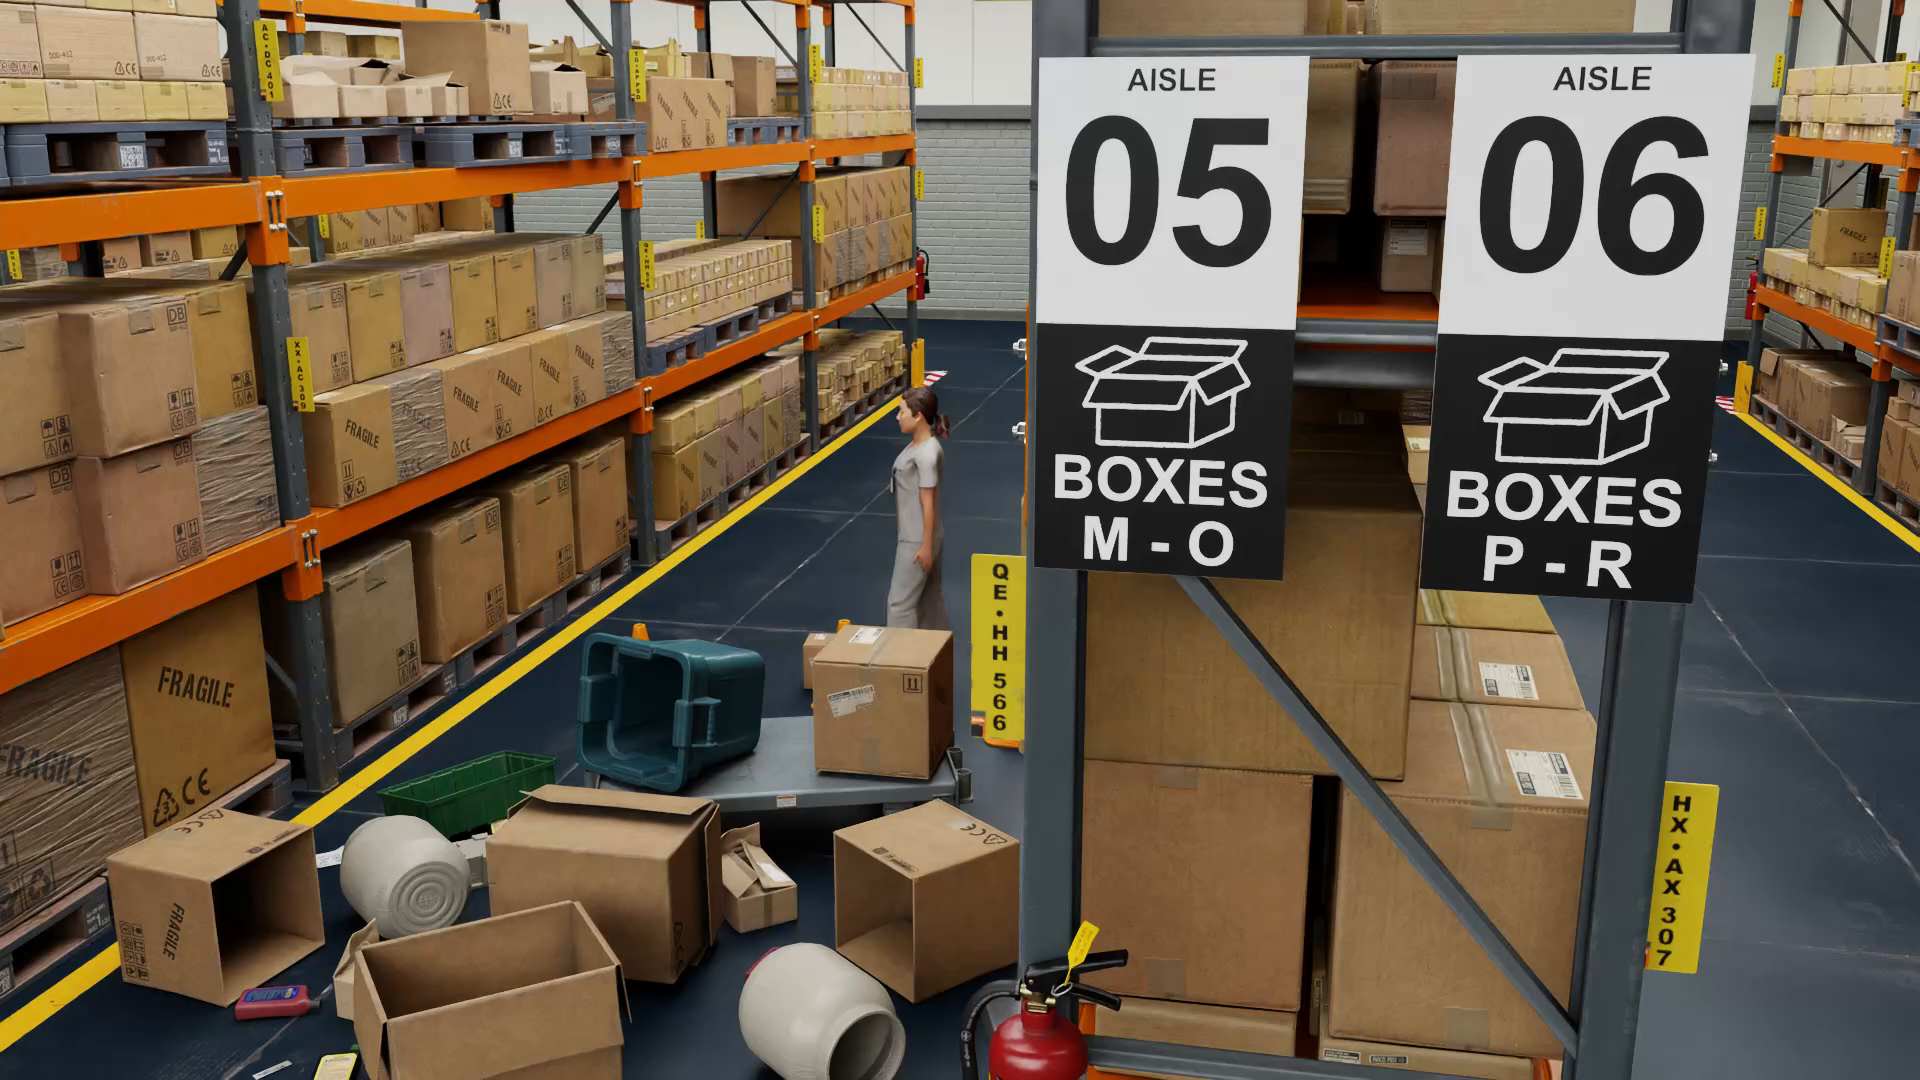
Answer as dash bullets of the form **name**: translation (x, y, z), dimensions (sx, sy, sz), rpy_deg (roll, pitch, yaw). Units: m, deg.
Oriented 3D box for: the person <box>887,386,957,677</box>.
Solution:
- **person**: translation (-0.295, 0.000, 8.998), dimensions (0.573, 1.671, 0.457), rpy_deg (-1, 15, -5)
